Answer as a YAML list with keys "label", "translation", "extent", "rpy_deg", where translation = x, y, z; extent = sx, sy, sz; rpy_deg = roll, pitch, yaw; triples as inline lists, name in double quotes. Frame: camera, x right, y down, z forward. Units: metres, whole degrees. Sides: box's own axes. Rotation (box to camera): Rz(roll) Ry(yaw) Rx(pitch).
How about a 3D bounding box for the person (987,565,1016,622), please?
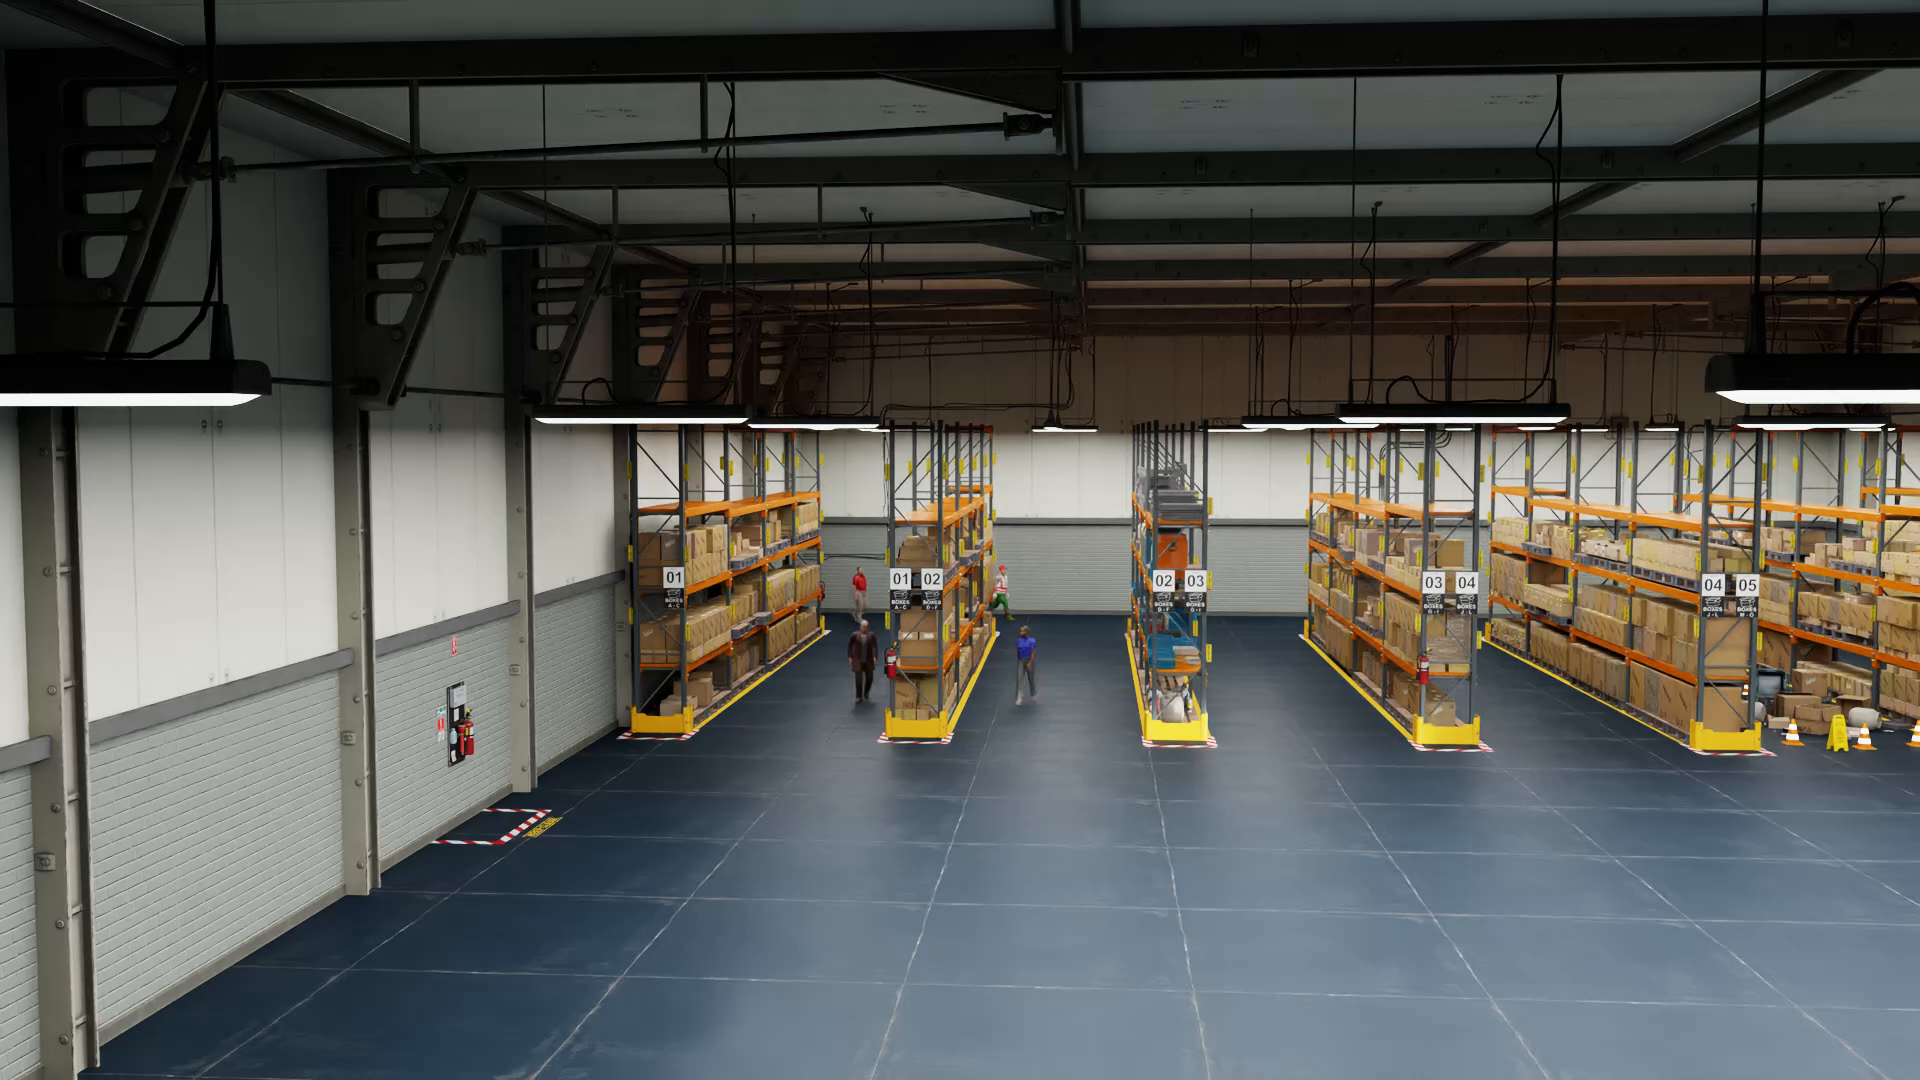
- label: "person"
  translation: [1.260, 1.632, 51.111]
  extent: [1.143, 1.731, 0.500]
  rpy_deg: [1, 4, 22]

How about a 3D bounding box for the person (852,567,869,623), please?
- label: "person"
  translation: [-3.060, 1.659, 50.396]
  extent: [0.565, 1.709, 0.532]
  rpy_deg: [2, 4, 28]

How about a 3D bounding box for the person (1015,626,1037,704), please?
- label: "person"
  translation: [1.384, 2.651, 35.487]
  extent: [0.467, 1.612, 0.871]
  rpy_deg: [2, 4, 24]

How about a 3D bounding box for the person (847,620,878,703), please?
- label: "person"
  translation: [-2.103, 2.653, 35.736]
  extent: [0.638, 1.644, 0.661]
  rpy_deg: [-1, 4, -14]
